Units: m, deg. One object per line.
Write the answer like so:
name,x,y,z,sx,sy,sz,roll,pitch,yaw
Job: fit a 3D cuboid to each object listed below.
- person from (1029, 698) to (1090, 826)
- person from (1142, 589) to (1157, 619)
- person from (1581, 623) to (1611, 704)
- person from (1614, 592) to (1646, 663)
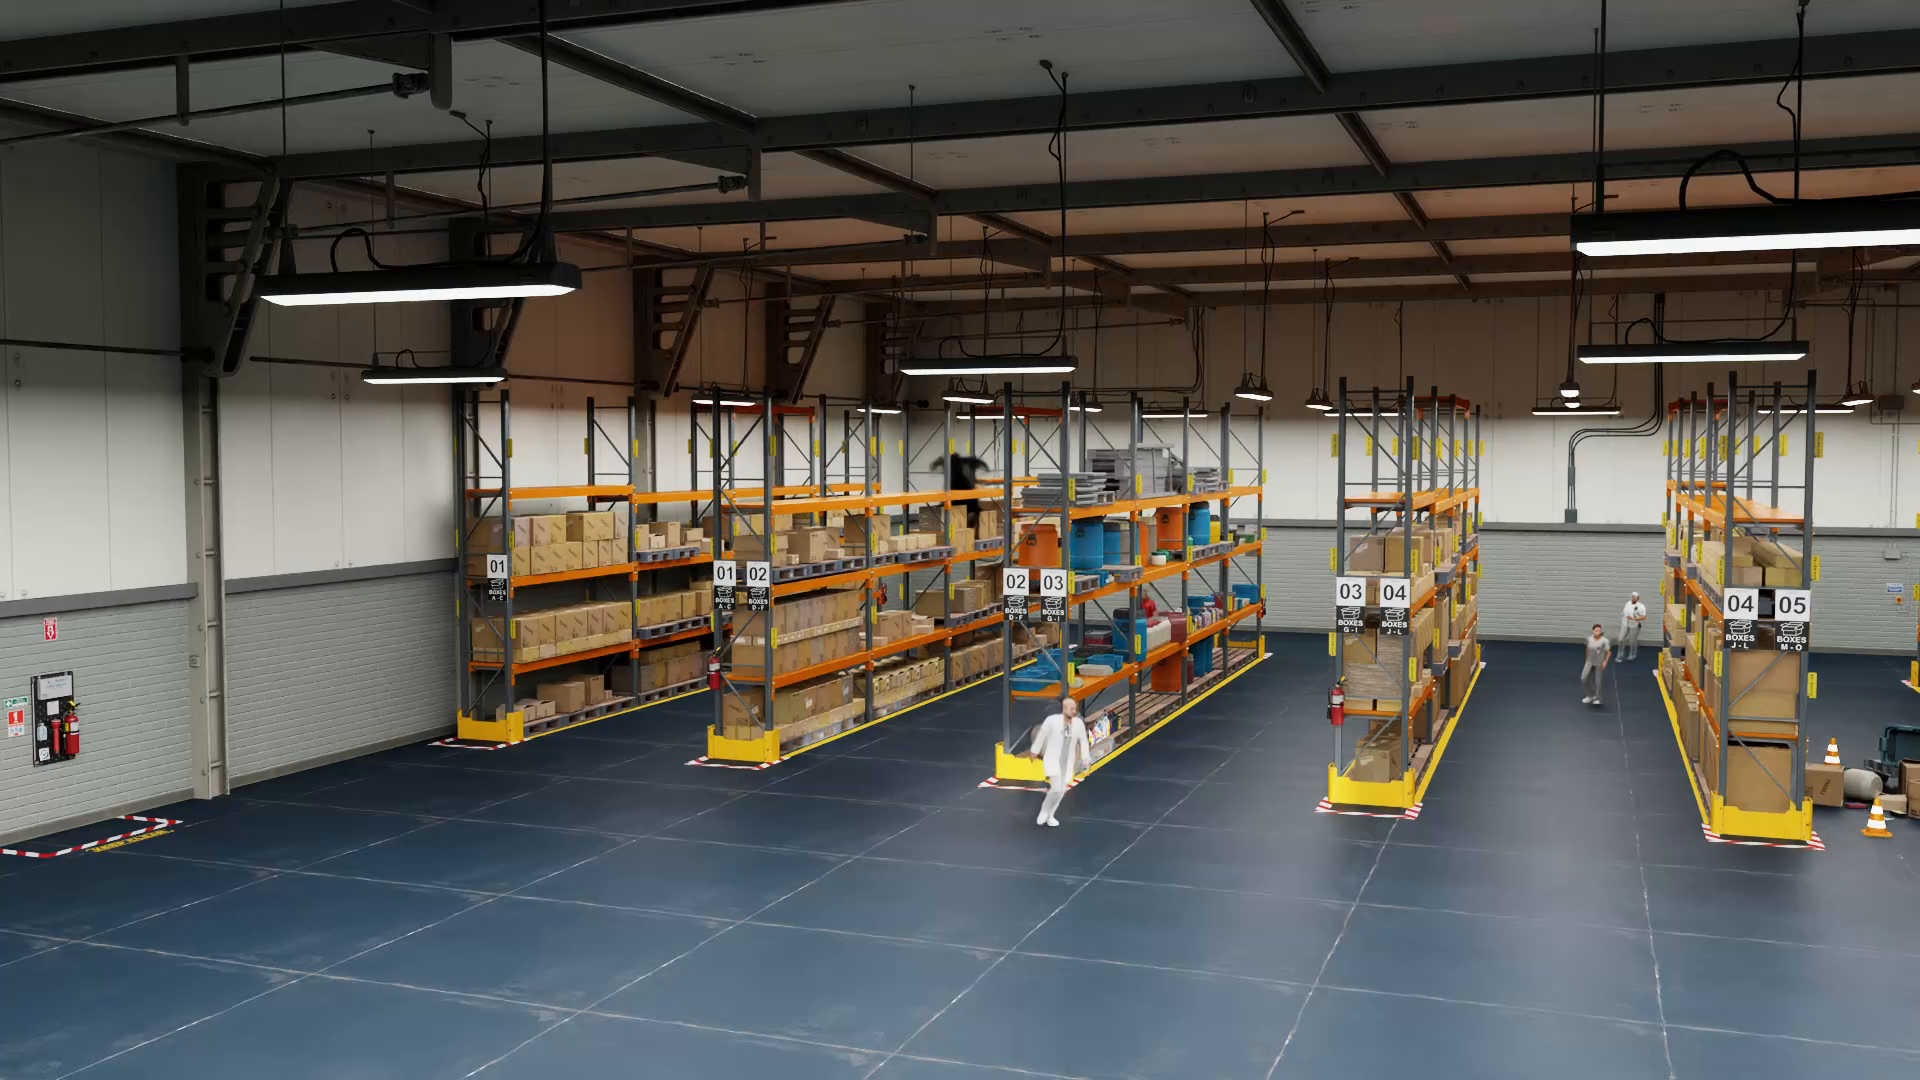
person,1.341,2.928,21.897,0.673,1.725,0.760,-1,3,-23
person,4.414,1.982,39.521,0.663,1.669,0.736,2,4,36
person,12.349,2.405,32.230,0.561,1.616,0.694,2,4,37
person,15.750,2.061,38.895,0.654,1.714,0.679,3,4,44
